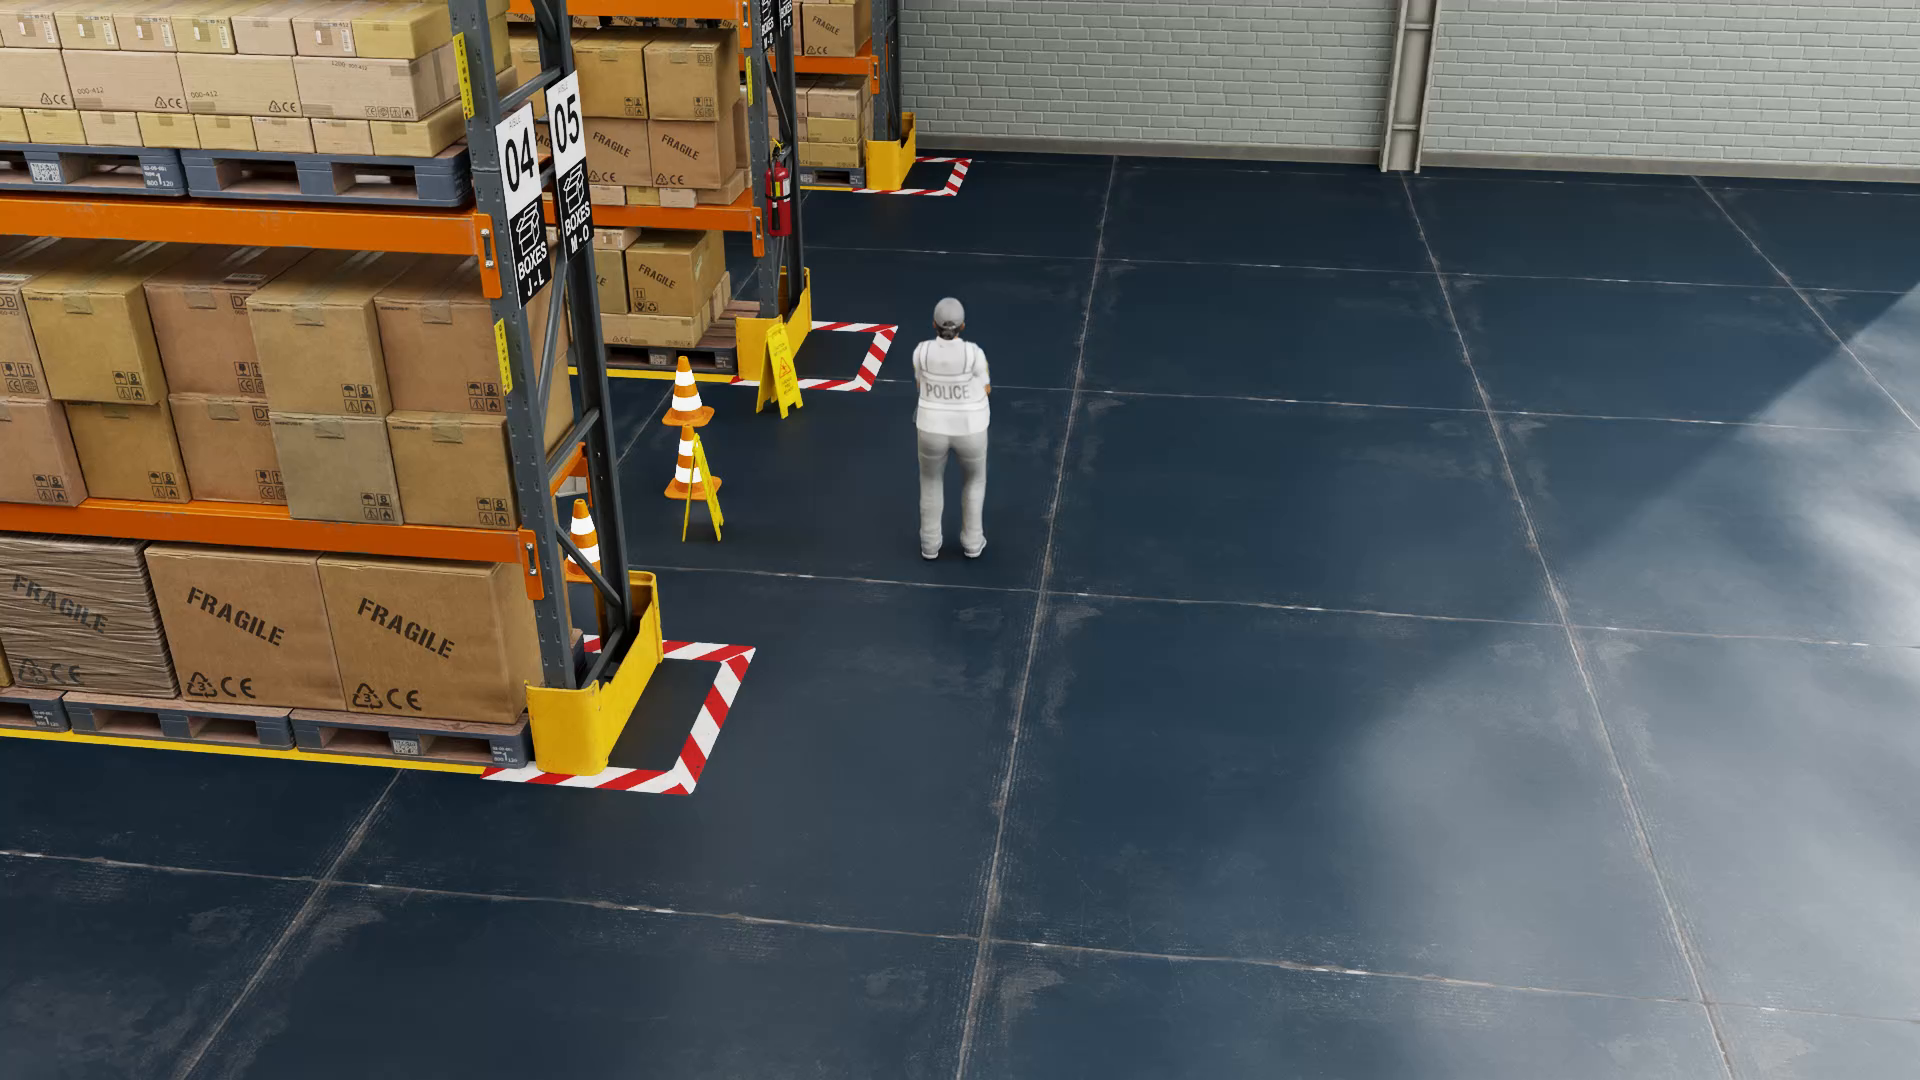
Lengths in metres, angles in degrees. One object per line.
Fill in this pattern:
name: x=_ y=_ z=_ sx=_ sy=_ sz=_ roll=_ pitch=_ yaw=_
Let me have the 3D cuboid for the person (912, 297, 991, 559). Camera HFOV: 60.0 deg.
person: x=-0.044 y=-0.677 z=9.875 sx=0.452 sy=1.662 sz=0.539 roll=3 pitch=29 yaw=6
